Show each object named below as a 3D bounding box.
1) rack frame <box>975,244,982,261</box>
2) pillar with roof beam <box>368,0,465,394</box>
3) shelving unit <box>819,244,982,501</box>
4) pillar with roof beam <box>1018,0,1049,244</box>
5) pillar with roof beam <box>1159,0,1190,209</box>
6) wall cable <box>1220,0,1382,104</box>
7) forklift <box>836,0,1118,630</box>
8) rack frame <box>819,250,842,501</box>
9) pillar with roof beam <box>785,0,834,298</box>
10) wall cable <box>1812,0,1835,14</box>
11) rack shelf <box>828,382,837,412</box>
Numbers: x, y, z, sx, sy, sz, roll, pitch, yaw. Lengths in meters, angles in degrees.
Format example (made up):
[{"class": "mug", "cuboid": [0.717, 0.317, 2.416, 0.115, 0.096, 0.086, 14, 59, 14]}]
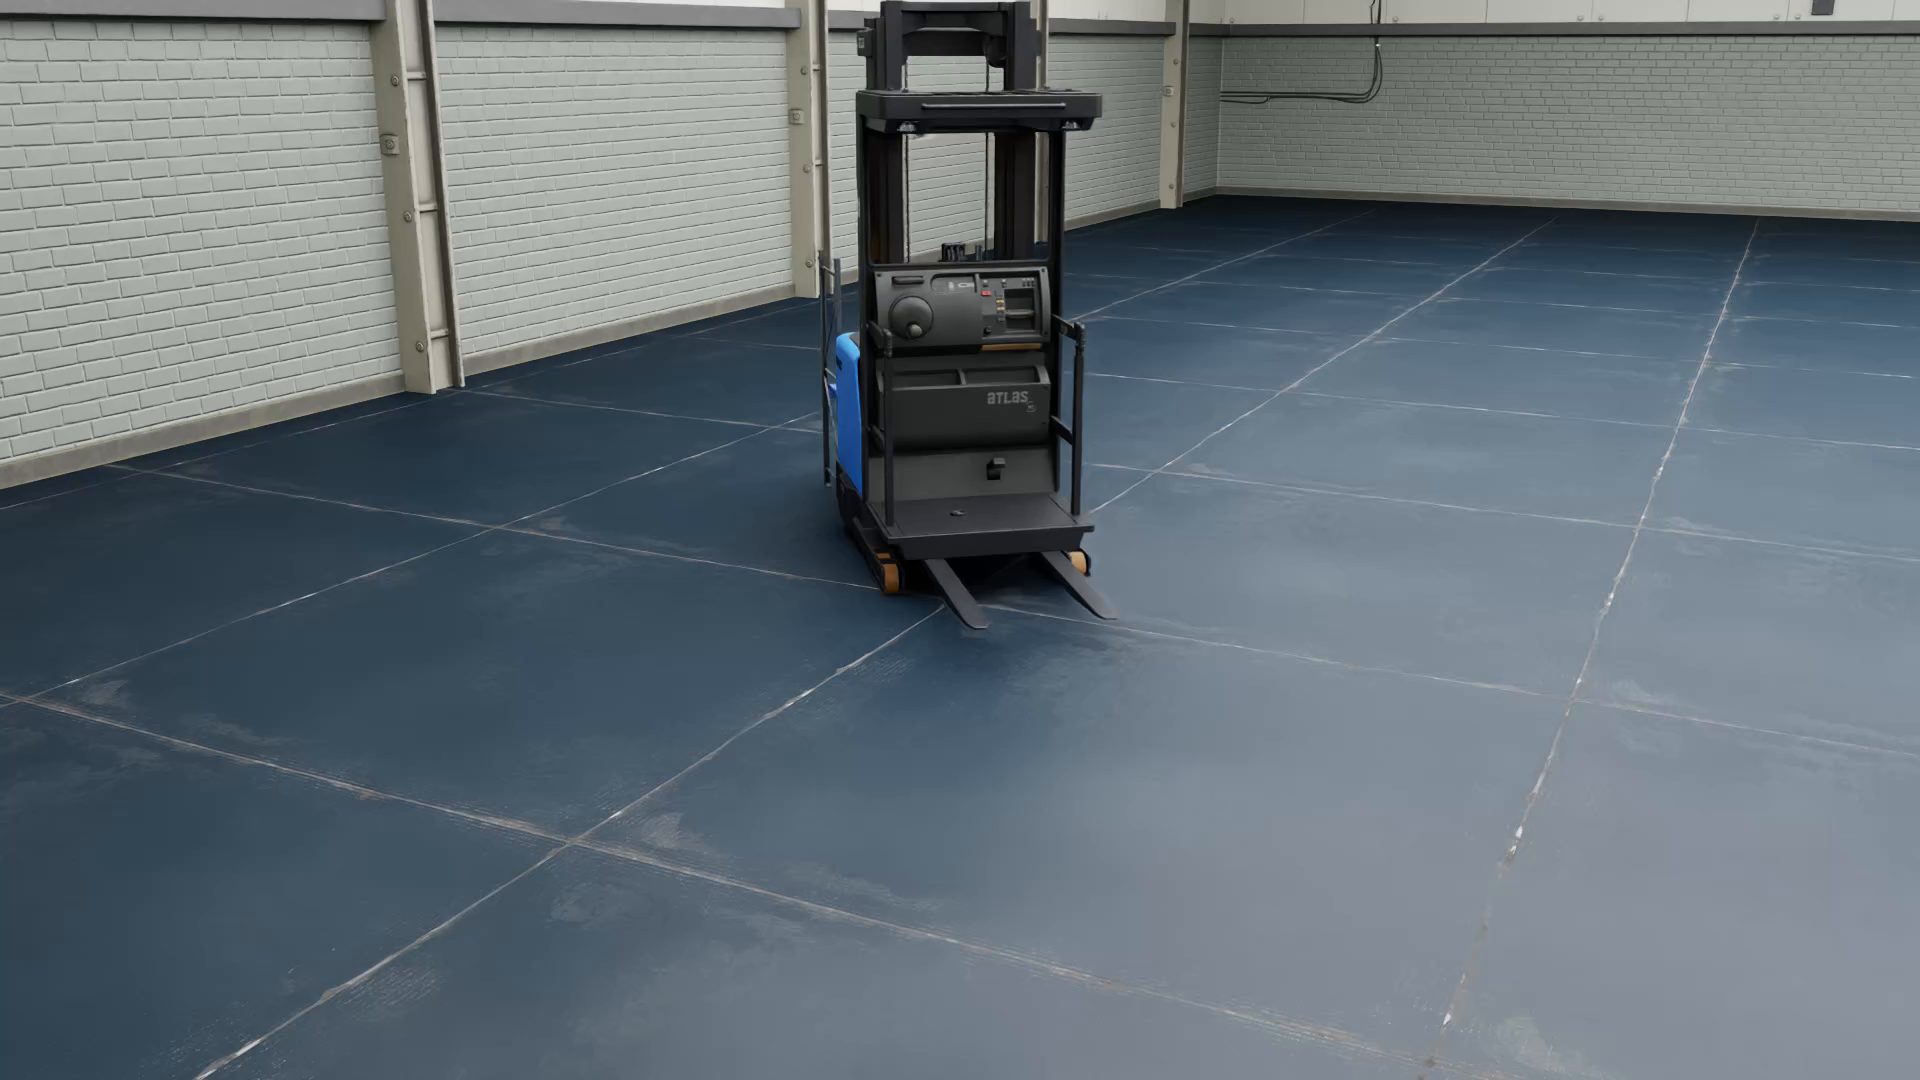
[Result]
[{"class": "rack frame", "cuboid": [0.182, -1.098, 10.586, 0.032, 1.500, 0.500, -5, 17, -15]}, {"class": "pillar with roof beam", "cuboid": [-0.495, -5.023, 10.631, 9.100, 9.000, 0.400, 8, 18, 25]}, {"class": "shelving unit", "cuboid": [-0.307, -1.057, 10.450, 1.048, 1.500, 0.538, -5, 17, -15]}, {"class": "pillar with roof beam", "cuboid": [4.867, -8.080, 20.922, 9.100, 9.000, 0.400, 8, 18, 25]}, {"class": "pillar with roof beam", "cuboid": [7.548, -9.608, 26.068, 9.100, 9.000, 0.400, 8, 18, 25]}, {"class": "wall cable", "cuboid": [6.196, -9.249, 30.314, 3.097, 2.526, 0.112, 8, 18, 25]}, {"class": "forklift", "cuboid": [0.064, -1.238, 8.543, 1.130, 2.935, 3.031, -4, 17, -12]}, {"class": "rack frame", "cuboid": [-0.795, -1.017, 10.315, 0.032, 1.500, 0.500, -5, 17, -15]}, {"class": "pillar with roof beam", "cuboid": [2.186, -6.551, 15.777, 9.100, 9.000, 0.400, 8, 18, 25]}, {"class": "wall cable", "cuboid": [14.682, -11.156, 25.308, 2.305, 6.003, 0.169, 8, 18, 25]}, {"class": "rack shelf", "cuboid": [-0.307, -0.885, 10.502, 1.000, 0.185, 0.538, -5, 17, -15]}]
